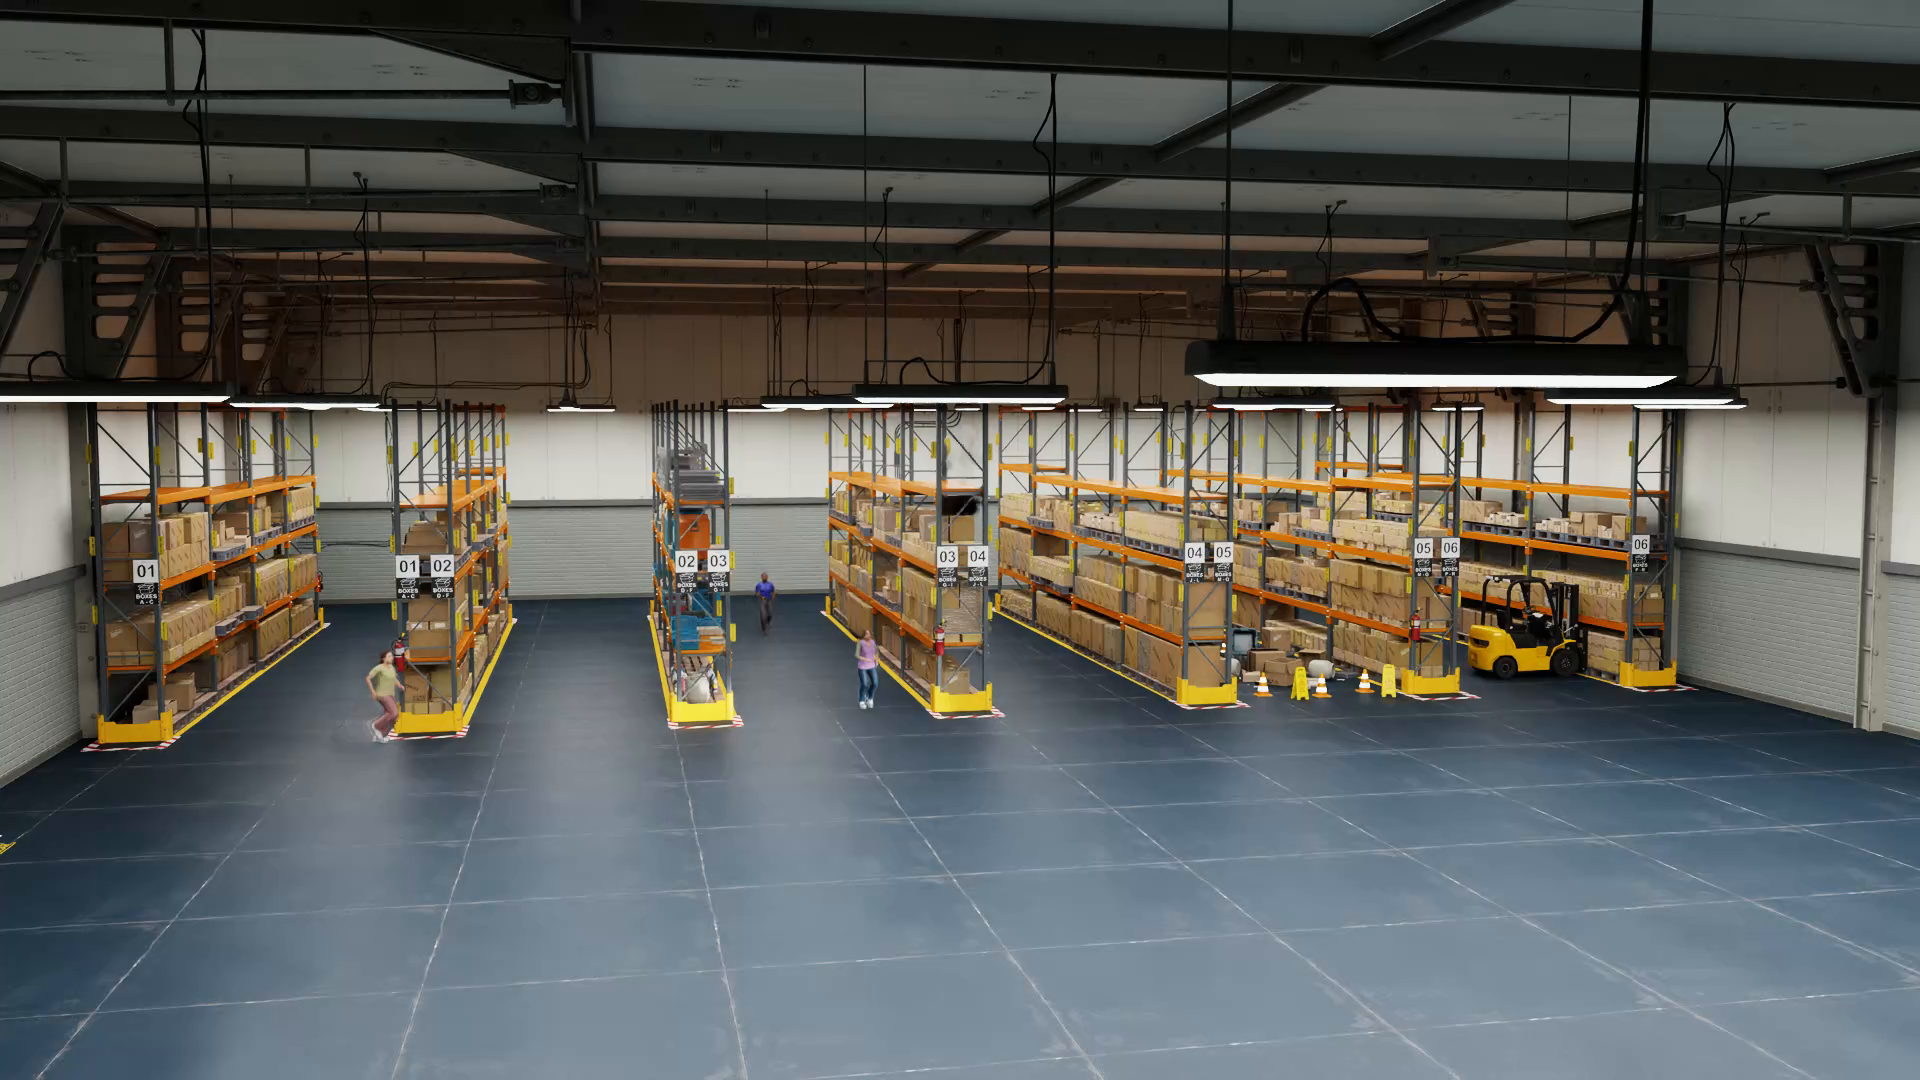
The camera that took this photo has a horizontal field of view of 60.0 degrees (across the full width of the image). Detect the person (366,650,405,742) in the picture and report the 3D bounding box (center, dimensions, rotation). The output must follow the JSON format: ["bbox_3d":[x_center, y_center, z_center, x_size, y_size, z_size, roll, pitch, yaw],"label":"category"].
[{"bbox_3d":[-9.987,2.723,28.992,0.622,1.626,0.564,1,5,18],"label":"person"}]

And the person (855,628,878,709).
[{"bbox_3d":[-1.779,2.547,32.284,0.559,1.493,0.628,-2,5,-26],"label":"person"}]

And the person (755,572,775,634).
[{"bbox_3d":[-5.066,1.655,43.375,0.569,1.617,0.554,-1,4,-16],"label":"person"}]

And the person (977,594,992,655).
[{"bbox_3d":[0.489,1.863,39.631,0.682,1.740,0.590,-2,5,-22],"label":"person"}]

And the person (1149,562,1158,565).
[{"bbox_3d":[5.929,1.092,50.644,0.703,1.628,0.573,-1,4,-17],"label":"person"}]
